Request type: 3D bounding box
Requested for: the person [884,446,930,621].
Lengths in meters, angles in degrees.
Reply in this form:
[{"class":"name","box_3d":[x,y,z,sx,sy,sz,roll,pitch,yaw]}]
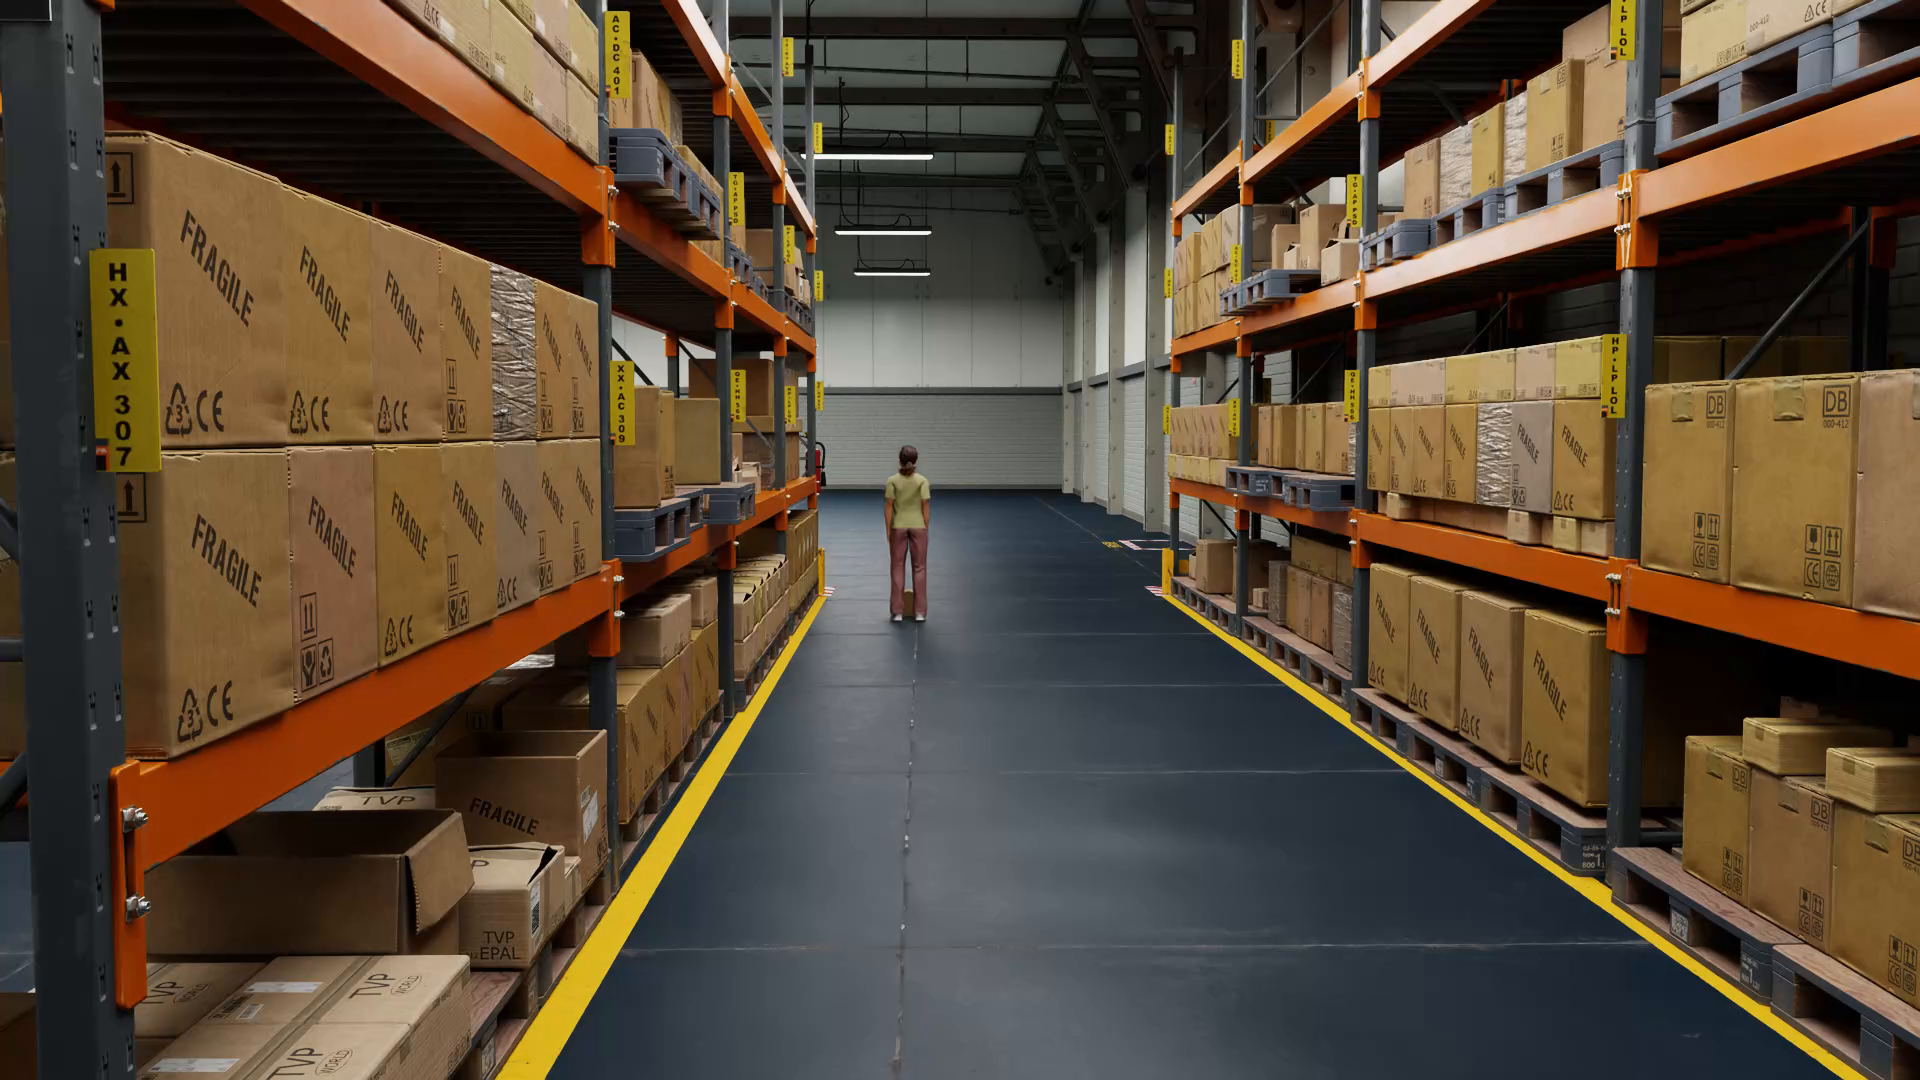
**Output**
[{"class":"person","box_3d":[-0.500,-0.060,15.835,0.439,1.674,0.349,0,4,0]}]
